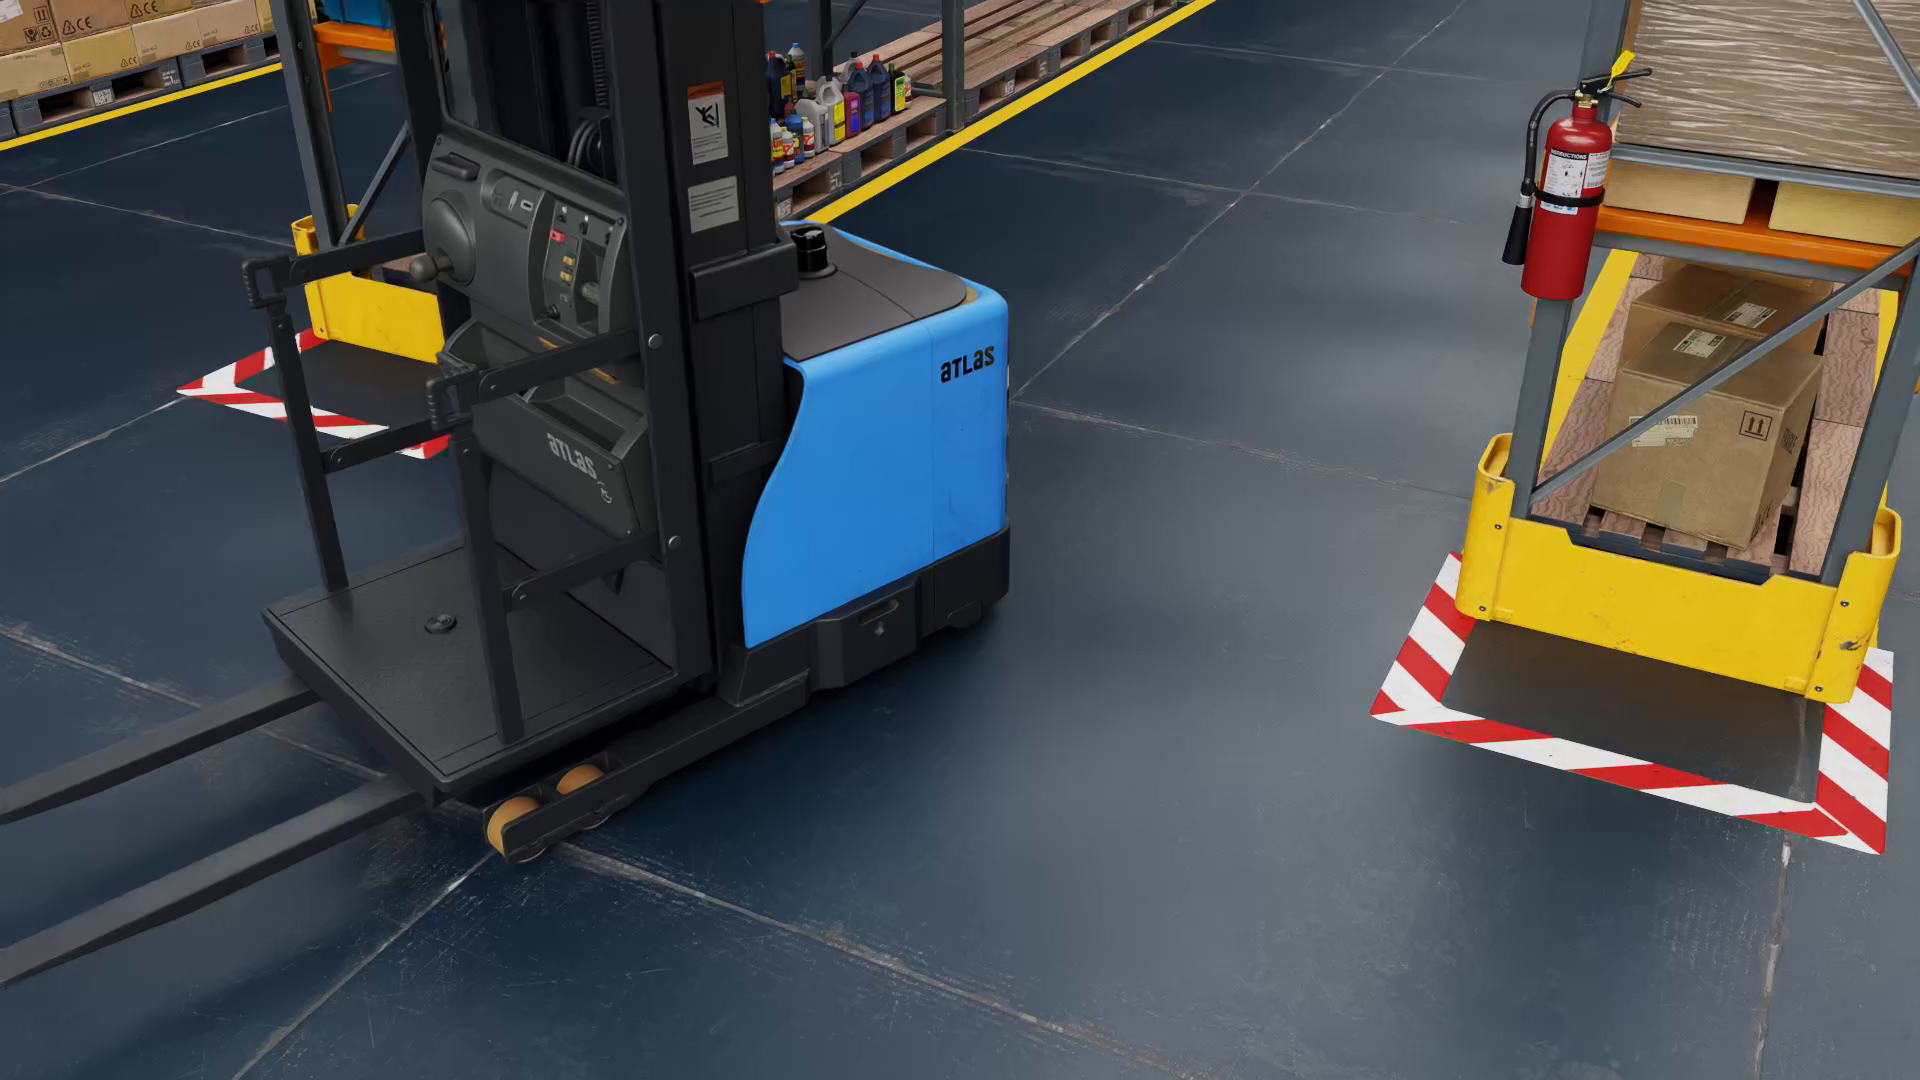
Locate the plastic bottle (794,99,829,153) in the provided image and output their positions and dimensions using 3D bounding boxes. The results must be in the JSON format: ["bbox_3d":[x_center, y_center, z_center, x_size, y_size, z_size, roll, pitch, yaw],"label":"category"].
[{"bbox_3d":[-0.794,-2.237,8.926,0.152,0.276,0.135,15,33,24],"label":"plastic bottle"}]

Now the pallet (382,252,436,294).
[{"bbox_3d":[-1.900,-1.298,7.799,1.003,0.211,1.213,14,33,23],"label":"pallet"}]

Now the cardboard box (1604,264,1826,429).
[{"bbox_3d":[2.683,-0.625,5.914,0.500,0.500,0.500,24,38,36],"label":"cardboard box"}]

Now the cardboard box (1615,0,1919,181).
[{"bbox_3d":[2.417,-1.391,4.760,0.875,0.500,0.500,14,33,23],"label":"cardboard box"}]

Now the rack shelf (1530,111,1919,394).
[{"bbox_3d":[3.053,-1.555,6.169,1.077,0.370,4.000,14,33,23],"label":"rack shelf"}]

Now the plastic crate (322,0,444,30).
[{"bbox_3d":[-2.306,-2.330,6.944,0.499,0.251,0.616,14,33,23],"label":"plastic crate"}]

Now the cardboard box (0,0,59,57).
[{"bbox_3d":[-5.791,-3.178,9.859,0.500,0.500,0.500,14,33,23],"label":"cardboard box"}]

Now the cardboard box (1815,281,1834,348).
[{"bbox_3d":[3.279,-1.135,6.803,0.500,0.500,0.500,11,32,19],"label":"cardboard box"}]

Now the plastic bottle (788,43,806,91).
[{"bbox_3d":[-0.981,-2.843,9.987,0.097,0.271,0.097,0,30,0],"label":"plastic bottle"}]

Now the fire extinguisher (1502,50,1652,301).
[{"bbox_3d":[1.679,-1.001,4.558,0.296,0.674,0.183,14,33,23],"label":"fire extinguisher"}]

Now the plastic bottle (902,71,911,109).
[{"bbox_3d":[-0.333,-2.623,9.674,0.097,0.201,0.097,0,30,0],"label":"plastic bottle"}]

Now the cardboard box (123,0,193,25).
[{"bbox_3d":[-5.333,-3.621,10.630,0.500,0.500,0.500,14,33,23],"label":"cardboard box"}]

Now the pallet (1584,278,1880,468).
[{"bbox_3d":[3.135,-0.696,6.750,1.003,0.211,1.213,14,33,23],"label":"pallet"}]

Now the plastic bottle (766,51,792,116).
[{"bbox_3d":[-1.054,-2.623,9.524,0.144,0.351,0.185,14,33,23],"label":"plastic bottle"}]

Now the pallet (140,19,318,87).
[{"bbox_3d":[-5.253,-3.451,11.547,1.003,0.211,1.213,14,33,23],"label":"pallet"}]

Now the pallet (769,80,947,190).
[{"bbox_3d":[-0.789,-2.380,9.682,1.003,0.211,1.213,14,33,23],"label":"pallet"}]

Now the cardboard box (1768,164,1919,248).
[{"bbox_3d":[2.484,-0.944,4.634,0.380,0.149,0.250,14,33,23],"label":"cardboard box"}]

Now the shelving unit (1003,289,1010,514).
[{"bbox_3d":[0.004,-0.394,5.532,0.258,0.900,0.210,14,33,23],"label":"shelving unit"}]

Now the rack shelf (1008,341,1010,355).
[{"bbox_3d":[0.004,-0.599,5.414,0.258,0.077,0.200,14,33,23],"label":"rack shelf"}]

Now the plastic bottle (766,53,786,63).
[{"bbox_3d":[-1.104,-2.696,9.726,0.152,0.276,0.135,16,33,25],"label":"plastic bottle"}]

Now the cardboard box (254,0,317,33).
[{"bbox_3d":[-4.870,-3.737,11.586,0.500,0.250,0.500,14,33,23],"label":"cardboard box"}]

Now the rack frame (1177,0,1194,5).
[{"bbox_3d":[1.377,-5.651,12.578,1.000,3.000,0.127,14,33,23],"label":"rack frame"}]

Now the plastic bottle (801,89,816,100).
[{"bbox_3d":[-0.820,-2.323,9.069,0.061,0.283,0.133,14,33,23],"label":"plastic bottle"}]

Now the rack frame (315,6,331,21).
[{"bbox_3d":[-4.853,-5.003,11.450,1.000,3.000,0.127,14,33,23],"label":"rack frame"}]

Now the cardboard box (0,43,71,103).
[{"bbox_3d":[-5.780,-2.851,10.041,0.500,0.250,0.500,14,33,23],"label":"cardboard box"}]

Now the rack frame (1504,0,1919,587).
[{"bbox_3d":[2.142,-0.981,4.446,1.000,3.000,0.127,14,33,23],"label":"rack frame"}]

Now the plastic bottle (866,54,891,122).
[{"bbox_3d":[-0.482,-2.569,9.429,0.144,0.351,0.185,13,32,22],"label":"plastic bottle"}]

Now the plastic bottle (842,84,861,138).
[{"bbox_3d":[-0.607,-2.373,9.156,0.061,0.283,0.133,17,34,27],"label":"plastic bottle"}]

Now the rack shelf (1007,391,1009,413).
[{"bbox_3d":[0.004,-0.443,5.504,0.258,0.077,0.200,14,33,23],"label":"rack shelf"}]

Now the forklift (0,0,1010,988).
[{"bbox_3d":[-1.265,-0.732,4.082,3.031,2.935,1.130,-25,38,-36],"label":"forklift"}]

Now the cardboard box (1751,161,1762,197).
[{"bbox_3d":[2.202,-1.156,5.002,0.380,0.149,0.250,14,33,23],"label":"cardboard box"}]

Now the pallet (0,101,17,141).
[{"bbox_3d":[-6.364,-2.369,9.663,1.003,0.211,1.213,14,33,23],"label":"pallet"}]

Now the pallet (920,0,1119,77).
[{"bbox_3d":[0.432,-3.568,11.751,1.003,0.211,1.213,14,33,23],"label":"pallet"}]

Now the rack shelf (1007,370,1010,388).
[{"bbox_3d":[0.004,-0.521,5.459,0.258,0.077,0.200,14,33,23],"label":"rack shelf"}]

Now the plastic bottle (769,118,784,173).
[{"bbox_3d":[-0.963,-2.041,8.590,0.097,0.271,0.097,0,30,0],"label":"plastic bottle"}]

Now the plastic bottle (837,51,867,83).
[{"bbox_3d":[-0.611,-2.601,9.486,0.144,0.351,0.185,14,33,23],"label":"plastic bottle"}]

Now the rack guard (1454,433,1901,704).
[{"bbox_3d":[2.176,0.070,5.127,1.175,0.500,0.348,14,33,23],"label":"rack guard"}]

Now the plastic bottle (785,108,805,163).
[{"bbox_3d":[-0.870,-2.131,8.747,0.097,0.271,0.097,0,30,0],"label":"plastic bottle"}]

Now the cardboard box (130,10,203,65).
[{"bbox_3d":[-5.321,-3.293,10.812,0.500,0.250,0.500,14,33,23],"label":"cardboard box"}]
